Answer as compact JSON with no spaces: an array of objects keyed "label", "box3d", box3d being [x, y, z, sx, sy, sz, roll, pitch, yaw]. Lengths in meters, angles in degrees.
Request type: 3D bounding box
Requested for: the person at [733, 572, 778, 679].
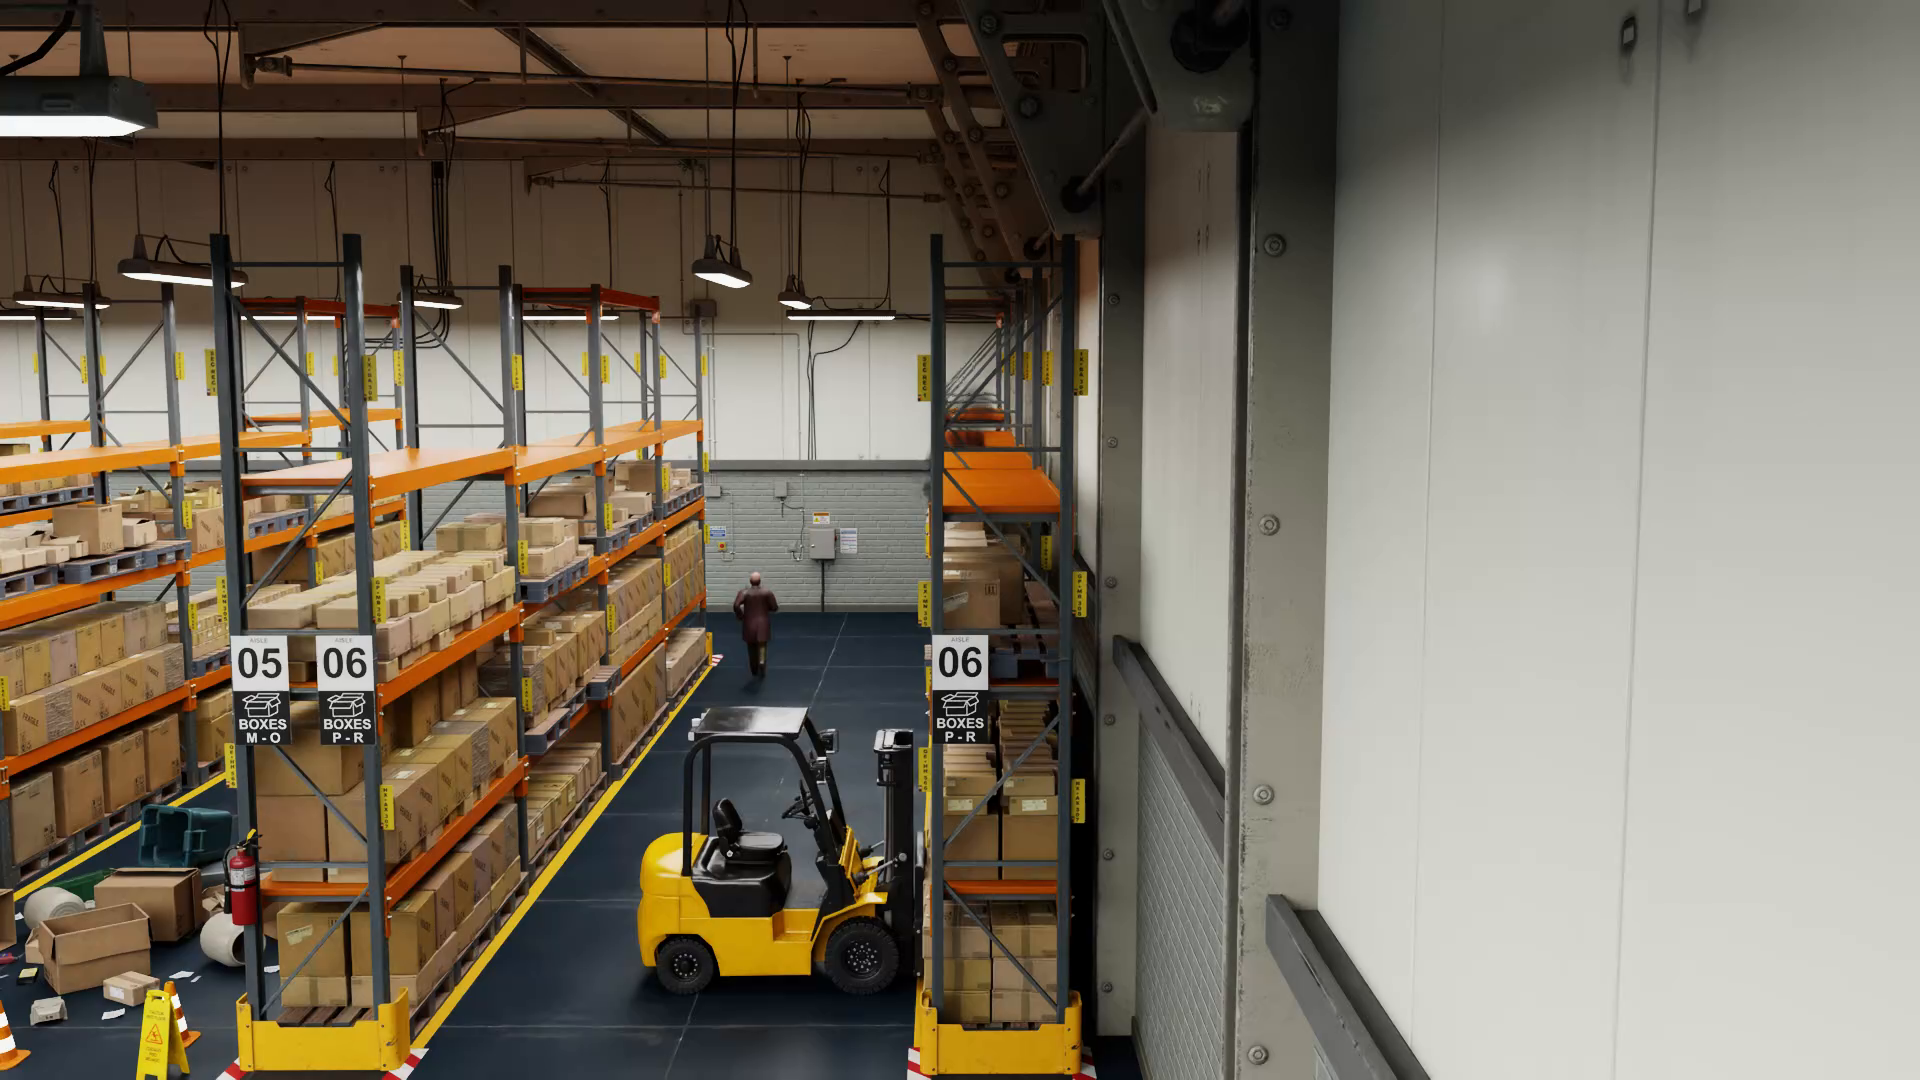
[{"label":"person","box3d":[-3.226,1.374,26.281,0.712,1.756,1.031,-1,6,-8]}]
